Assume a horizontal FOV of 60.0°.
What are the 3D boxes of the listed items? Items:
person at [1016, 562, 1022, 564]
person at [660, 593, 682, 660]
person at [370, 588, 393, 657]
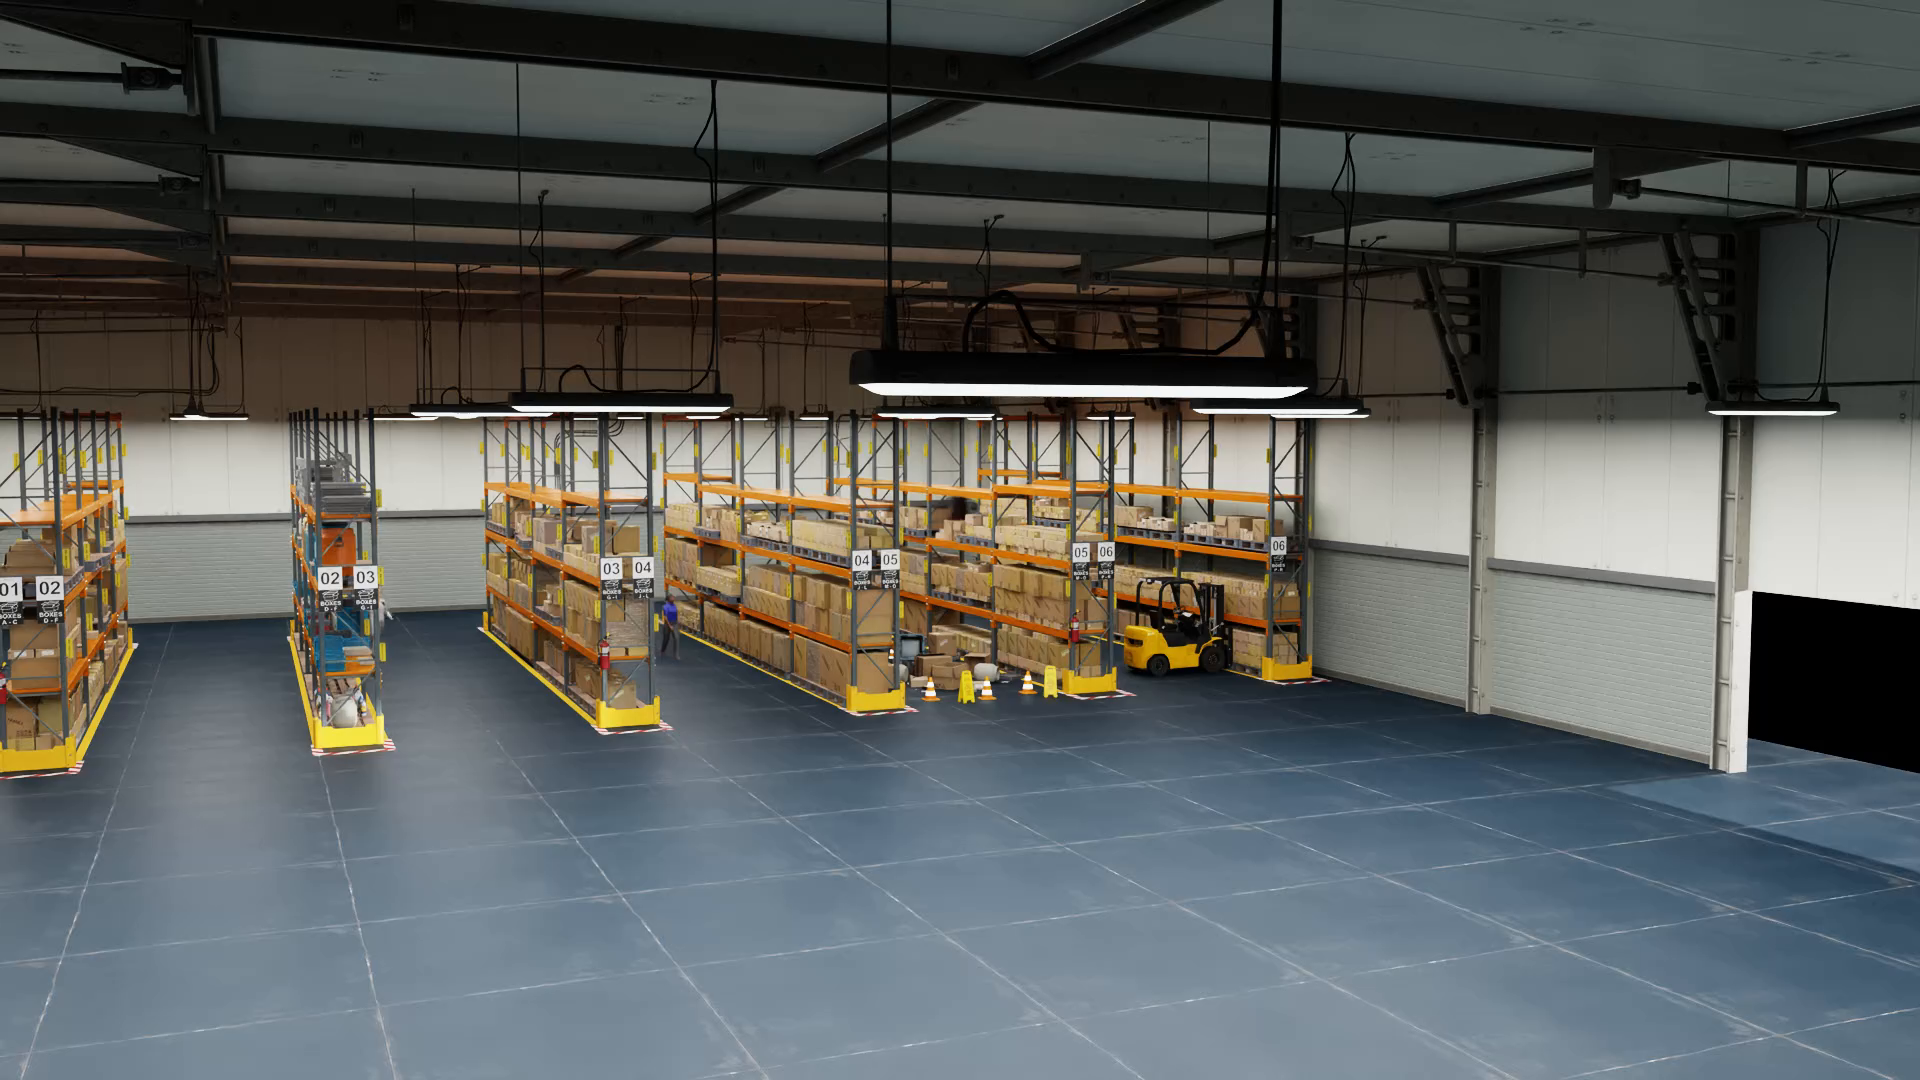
[{"bbox_3d":[1.526,1.438,45.211,0.623,1.661,0.503,-1,4,-18],"label":"person"},{"bbox_3d":[-7.030,2.093,40.343,0.402,1.610,0.933,-2,5,-28],"label":"person"},{"bbox_3d":[-14.456,2.023,41.278,0.687,1.669,0.949,-2,4,-24],"label":"person"}]
